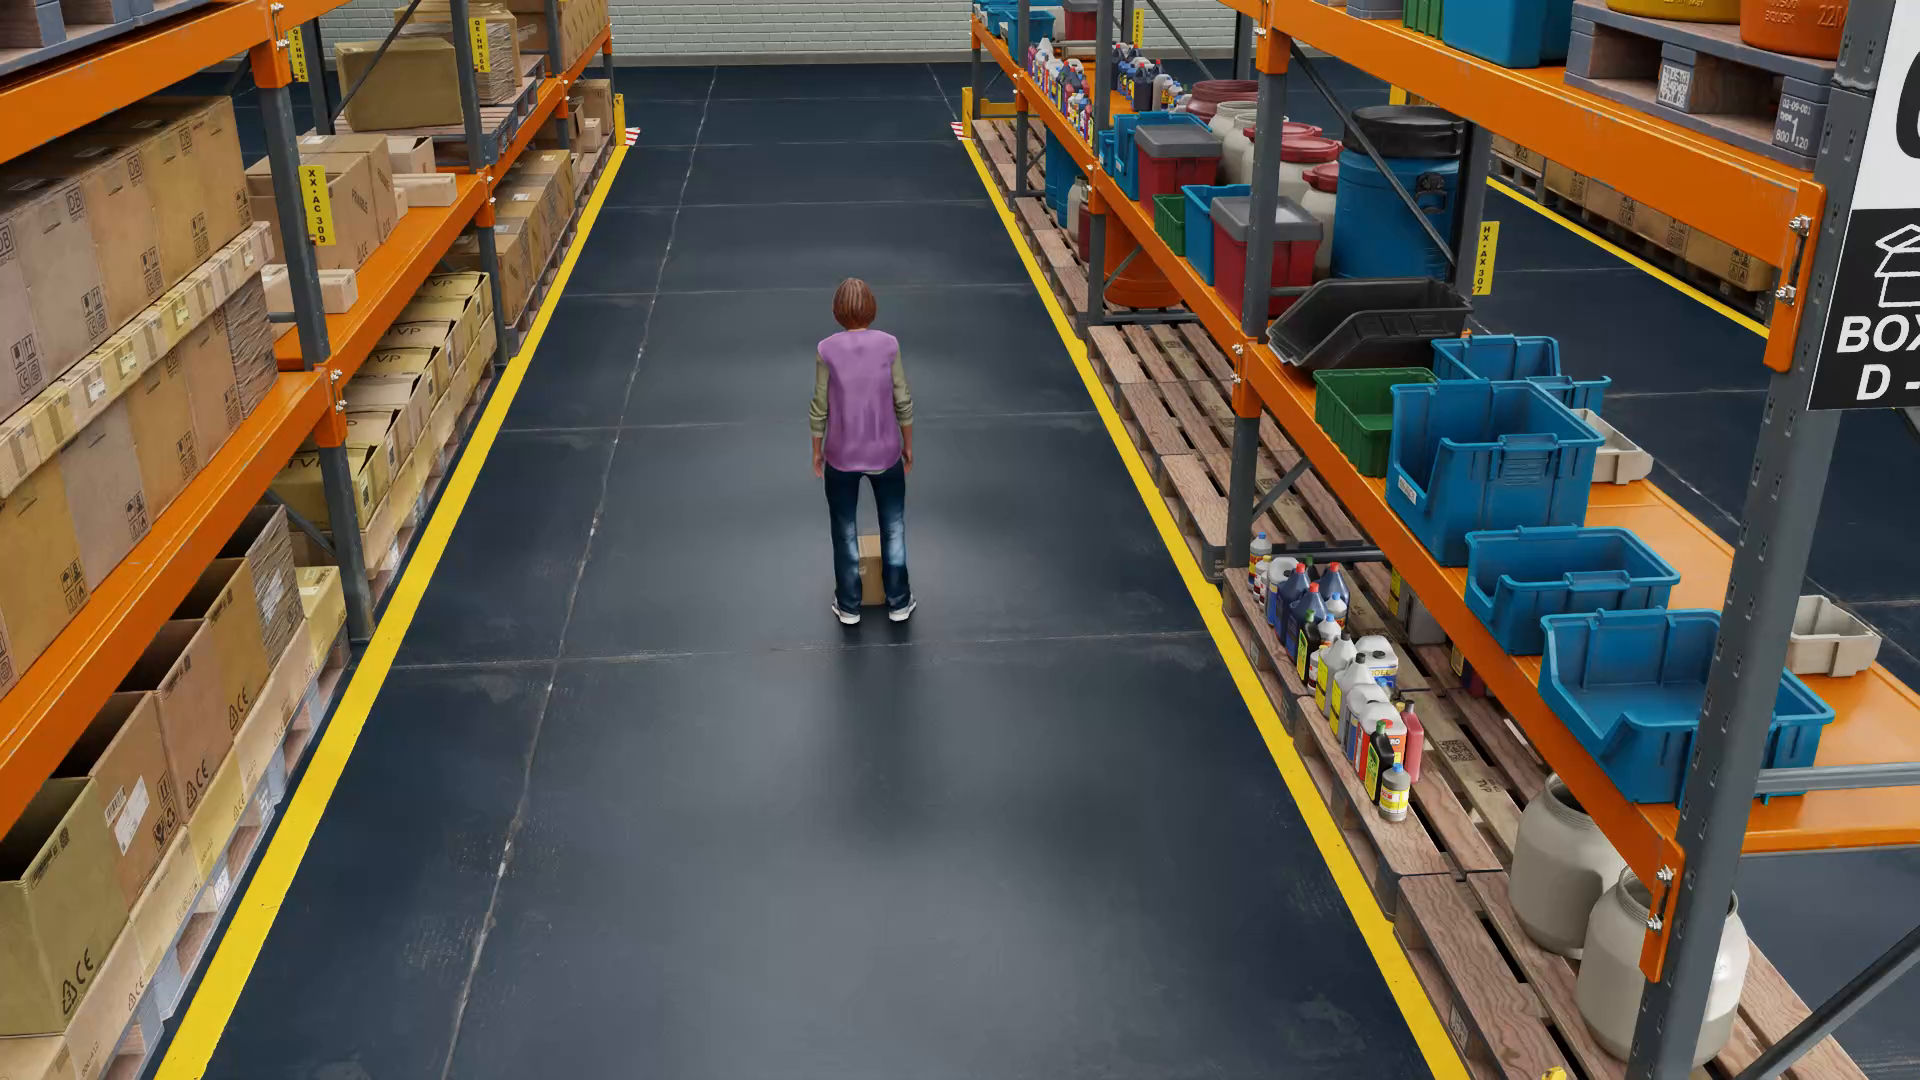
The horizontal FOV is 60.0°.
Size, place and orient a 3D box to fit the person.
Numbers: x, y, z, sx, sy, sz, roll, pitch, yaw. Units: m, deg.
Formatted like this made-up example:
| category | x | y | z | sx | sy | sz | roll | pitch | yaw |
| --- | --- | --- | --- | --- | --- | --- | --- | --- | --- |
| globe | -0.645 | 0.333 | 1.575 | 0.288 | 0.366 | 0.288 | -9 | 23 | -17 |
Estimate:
| category | x | y | z | sx | sy | sz | roll | pitch | yaw |
| --- | --- | --- | --- | --- | --- | --- | --- | --- | --- |
| person | -0.434 | -0.374 | 7.453 | 0.468 | 1.591 | 0.350 | -3 | 24 | -6 |
